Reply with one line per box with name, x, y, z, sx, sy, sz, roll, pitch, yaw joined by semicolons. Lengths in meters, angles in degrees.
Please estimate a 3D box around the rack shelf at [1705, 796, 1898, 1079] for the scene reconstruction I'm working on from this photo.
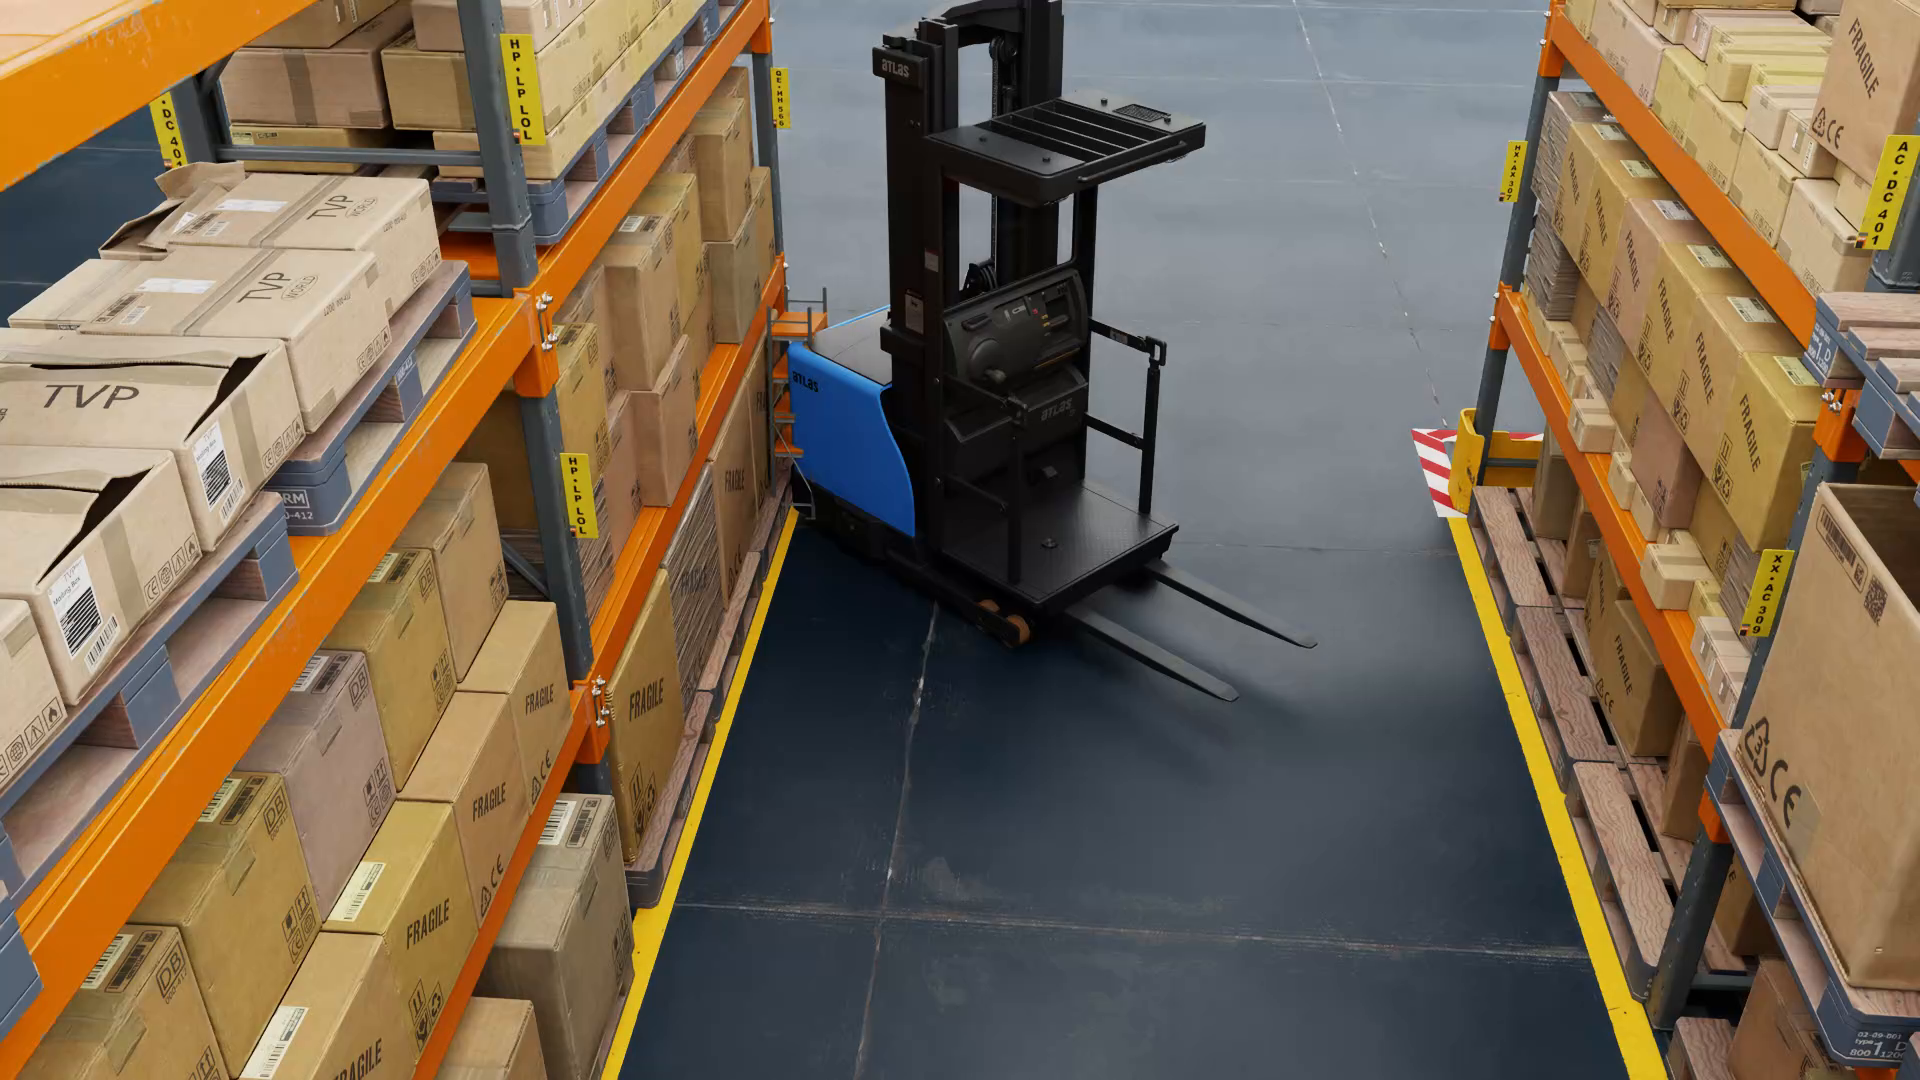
rack shelf;2.946;1.911;3.976;1.077;0.370;4.000;2;32;4

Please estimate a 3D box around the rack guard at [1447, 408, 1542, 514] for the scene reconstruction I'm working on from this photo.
rack guard;3.428;-0.429;9.470;1.175;0.500;0.348;2;32;4

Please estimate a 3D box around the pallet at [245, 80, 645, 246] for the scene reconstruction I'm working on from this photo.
pallet;-1.750;-1.373;5.844;1.003;0.211;1.213;2;32;4

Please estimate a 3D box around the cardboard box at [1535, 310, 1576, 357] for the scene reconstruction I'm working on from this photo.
cardboard box;3.099;-1.027;8.297;0.380;0.149;0.250;2;32;4

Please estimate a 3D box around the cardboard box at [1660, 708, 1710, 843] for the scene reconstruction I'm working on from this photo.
cardboard box;3.220;0.937;6.853;0.500;0.500;0.500;13;34;19

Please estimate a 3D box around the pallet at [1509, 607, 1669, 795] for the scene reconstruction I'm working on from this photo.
pallet;3.225;0.753;7.826;1.003;0.211;1.213;2;32;4

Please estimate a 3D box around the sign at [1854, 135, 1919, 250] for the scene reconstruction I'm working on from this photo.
sign;2.567;-0.958;4.593;0.100;0.325;0.005;2;32;4

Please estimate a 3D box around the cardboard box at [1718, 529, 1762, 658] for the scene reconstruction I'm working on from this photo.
cardboard box;3.207;0.157;5.758;0.875;0.500;0.500;2;32;4

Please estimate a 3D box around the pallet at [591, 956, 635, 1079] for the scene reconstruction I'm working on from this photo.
pallet;-1.814;1.888;5.985;1.003;0.211;1.213;2;32;4

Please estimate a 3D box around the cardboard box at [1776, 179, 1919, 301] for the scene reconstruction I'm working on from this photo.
cardboard box;2.886;-0.904;5.142;0.500;0.250;0.500;4;32;6

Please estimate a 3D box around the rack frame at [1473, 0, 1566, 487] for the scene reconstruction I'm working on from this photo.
rack frame;3.434;-1.533;8.878;1.000;3.000;0.127;2;32;4

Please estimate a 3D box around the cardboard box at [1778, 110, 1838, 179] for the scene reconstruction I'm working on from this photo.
cardboard box;2.894;-1.277;5.367;0.380;0.149;0.250;1;32;2

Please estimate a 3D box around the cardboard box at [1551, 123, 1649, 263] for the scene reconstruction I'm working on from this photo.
cardboard box;3.070;-1.591;7.640;0.500;0.500;0.500;2;32;4

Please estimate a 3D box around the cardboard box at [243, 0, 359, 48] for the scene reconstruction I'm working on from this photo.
cardboard box;-2.115;-1.642;5.180;0.380;0.149;0.250;2;32;4

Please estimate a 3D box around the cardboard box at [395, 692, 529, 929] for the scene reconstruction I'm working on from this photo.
cardboard box;-1.644;0.800;4.998;0.500;0.500;0.500;2;32;3

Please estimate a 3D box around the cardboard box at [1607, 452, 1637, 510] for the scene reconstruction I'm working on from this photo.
cardboard box;2.970;-0.243;7.025;0.380;0.149;0.250;2;32;4

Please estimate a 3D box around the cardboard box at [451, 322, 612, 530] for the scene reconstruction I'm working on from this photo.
cardboard box;-1.762;-0.421;5.902;0.875;0.550;0.550;2;32;4

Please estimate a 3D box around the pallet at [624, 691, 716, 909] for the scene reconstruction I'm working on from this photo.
pallet;-1.687;1.087;7.285;1.003;0.211;1.213;2;32;4

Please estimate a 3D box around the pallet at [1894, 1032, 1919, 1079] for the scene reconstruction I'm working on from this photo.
pallet;2.903;1.695;3.823;1.003;0.211;1.213;2;32;4

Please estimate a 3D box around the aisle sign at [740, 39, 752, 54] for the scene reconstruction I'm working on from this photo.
aisle sign;-1.196;-2.929;8.665;0.394;0.787;0.004;2;32;4

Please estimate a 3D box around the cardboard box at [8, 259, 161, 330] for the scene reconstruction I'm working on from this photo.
cardboard box;-2.158;-0.566;4.194;0.250;0.149;0.380;2;32;4

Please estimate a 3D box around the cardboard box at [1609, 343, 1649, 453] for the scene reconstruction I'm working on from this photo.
cardboard box;3.305;-0.629;7.032;0.875;0.500;0.500;2;32;4

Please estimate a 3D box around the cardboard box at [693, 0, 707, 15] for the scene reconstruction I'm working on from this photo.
cardboard box;-1.294;-2.336;7.067;0.380;0.149;0.250;3;32;4

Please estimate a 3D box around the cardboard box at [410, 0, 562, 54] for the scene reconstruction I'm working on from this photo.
cardboard box;-1.458;-1.613;5.132;0.380;0.149;0.250;3;32;4

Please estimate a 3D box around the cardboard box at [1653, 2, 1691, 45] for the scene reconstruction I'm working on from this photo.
cardboard box;3.042;-2.103;6.707;0.380;0.149;0.250;1;32;2

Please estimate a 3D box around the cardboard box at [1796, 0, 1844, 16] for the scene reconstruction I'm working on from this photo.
cardboard box;3.560;-2.371;6.523;0.500;0.500;0.500;2;32;4

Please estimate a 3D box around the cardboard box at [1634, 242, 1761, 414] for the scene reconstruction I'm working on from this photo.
cardboard box;2.952;-0.806;6.367;0.500;0.500;0.500;2;32;4

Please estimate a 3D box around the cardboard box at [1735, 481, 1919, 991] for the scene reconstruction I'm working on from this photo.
cardboard box;2.904;0.534;4.552;1.000;1.000;1.000;3;32;4

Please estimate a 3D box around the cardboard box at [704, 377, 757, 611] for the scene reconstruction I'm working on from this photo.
cardboard box;-1.560;-0.254;8.428;0.875;0.875;0.875;2;32;3

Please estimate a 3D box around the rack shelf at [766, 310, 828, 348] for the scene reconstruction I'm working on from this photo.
rack shelf;-0.890;-1.134;9.139;0.258;0.148;0.480;3;21;5

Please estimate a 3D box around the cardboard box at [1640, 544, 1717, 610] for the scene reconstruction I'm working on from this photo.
cardboard box;2.852;0.147;6.392;0.380;0.149;0.250;2;32;4

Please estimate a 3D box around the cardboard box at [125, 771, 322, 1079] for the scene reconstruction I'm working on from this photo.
cardboard box;-1.985;0.883;3.910;0.700;0.500;0.500;2;32;3

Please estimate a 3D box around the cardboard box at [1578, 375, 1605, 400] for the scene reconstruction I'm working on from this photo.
cardboard box;3.078;-0.633;7.658;0.380;0.149;0.250;2;32;4

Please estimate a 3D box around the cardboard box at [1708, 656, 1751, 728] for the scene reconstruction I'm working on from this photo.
cardboard box;2.833;0.541;5.753;0.380;0.149;0.250;2;32;4

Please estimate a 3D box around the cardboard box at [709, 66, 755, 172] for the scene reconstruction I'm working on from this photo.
cardboard box;-1.570;-2.129;8.673;0.875;0.550;0.550;2;32;4

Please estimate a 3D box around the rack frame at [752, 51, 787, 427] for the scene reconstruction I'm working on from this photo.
rack frame;-1.501;-1.798;9.308;1.000;3.000;0.127;2;32;4

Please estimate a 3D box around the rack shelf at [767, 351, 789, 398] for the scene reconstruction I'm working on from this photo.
rack shelf;-0.893;-0.913;9.224;0.258;0.148;0.480;3;21;5

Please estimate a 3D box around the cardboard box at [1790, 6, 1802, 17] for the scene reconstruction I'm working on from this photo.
cardboard box;3.531;-2.222;6.900;0.380;0.149;0.250;3;32;5

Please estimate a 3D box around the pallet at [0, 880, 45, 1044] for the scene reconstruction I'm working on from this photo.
pallet;-2.153;0.850;2.332;1.213;0.211;1.003;4;32;6

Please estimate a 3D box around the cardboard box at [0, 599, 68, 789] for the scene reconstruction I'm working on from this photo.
cardboard box;-1.833;0.320;2.660;0.500;0.250;0.500;3;32;5

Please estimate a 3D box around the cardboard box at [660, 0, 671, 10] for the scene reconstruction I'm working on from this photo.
cardboard box;-1.387;-2.303;6.633;0.500;0.250;0.500;3;32;4

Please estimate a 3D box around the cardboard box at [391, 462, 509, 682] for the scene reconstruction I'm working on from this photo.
cardboard box;-1.861;0.086;5.204;0.700;0.500;0.500;2;32;3

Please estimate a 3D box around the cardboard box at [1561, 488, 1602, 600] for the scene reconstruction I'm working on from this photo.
cardboard box;3.352;-0.008;8.386;0.500;0.500;0.500;11;33;17

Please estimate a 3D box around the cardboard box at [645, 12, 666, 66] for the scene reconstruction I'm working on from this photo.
cardboard box;-1.356;-1.939;6.422;0.380;0.149;0.250;2;32;4

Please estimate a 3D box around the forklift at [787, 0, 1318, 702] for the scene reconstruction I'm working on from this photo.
forklift;0.436;-1.010;8.096;1.130;2.935;3.031;-27;41;-36

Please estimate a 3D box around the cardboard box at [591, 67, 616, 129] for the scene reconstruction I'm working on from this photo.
cardboard box;-1.417;-1.539;5.773;0.380;0.149;0.250;2;32;4

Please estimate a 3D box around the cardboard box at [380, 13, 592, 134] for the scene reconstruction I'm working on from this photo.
cardboard box;-1.508;-1.511;5.347;0.500;0.250;0.500;3;32;4

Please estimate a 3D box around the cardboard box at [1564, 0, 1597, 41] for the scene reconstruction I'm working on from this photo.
cardboard box;3.137;-2.505;7.740;0.500;0.250;0.500;3;32;5

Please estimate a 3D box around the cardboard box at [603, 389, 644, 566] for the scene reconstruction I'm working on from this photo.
cardboard box;-1.786;-0.252;6.657;0.875;0.550;0.550;2;32;4

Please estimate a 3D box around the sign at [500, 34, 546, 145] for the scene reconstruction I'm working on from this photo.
sign;-1.285;-1.319;4.879;0.100;0.325;0.005;2;32;4

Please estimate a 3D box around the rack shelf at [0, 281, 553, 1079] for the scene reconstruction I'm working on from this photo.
rack shelf;-1.989;0.369;3.619;1.077;0.370;4.000;2;32;4

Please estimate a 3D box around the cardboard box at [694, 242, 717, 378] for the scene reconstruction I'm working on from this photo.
cardboard box;-1.680;-1.089;8.016;0.875;0.550;0.550;2;32;4

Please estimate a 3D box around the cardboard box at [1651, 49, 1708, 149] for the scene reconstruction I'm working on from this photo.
cardboard box;3.020;-1.704;6.440;0.500;0.250;0.500;3;32;5

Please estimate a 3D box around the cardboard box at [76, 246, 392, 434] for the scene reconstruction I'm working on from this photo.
cardboard box;-1.708;-0.485;3.967;0.500;0.250;0.500;2;32;4

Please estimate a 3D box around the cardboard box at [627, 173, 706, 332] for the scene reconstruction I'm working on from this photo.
cardboard box;-1.617;-1.268;7.275;0.875;0.550;0.500;2;32;4

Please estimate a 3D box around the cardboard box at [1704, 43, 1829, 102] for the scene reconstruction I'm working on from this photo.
cardboard box;2.949;-1.696;6.047;0.380;0.149;0.250;4;32;6

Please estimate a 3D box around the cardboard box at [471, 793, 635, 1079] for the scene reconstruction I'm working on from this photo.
cardboard box;-1.788;1.401;5.861;1.050;0.750;0.750;2;32;4

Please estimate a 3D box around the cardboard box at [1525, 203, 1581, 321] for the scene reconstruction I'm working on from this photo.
cardboard box;3.362;-1.416;8.309;0.875;0.500;0.500;2;32;4

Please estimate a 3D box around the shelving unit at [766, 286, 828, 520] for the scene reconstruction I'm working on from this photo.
shelving unit;-0.895;-0.767;9.280;0.258;1.200;0.503;3;21;5
